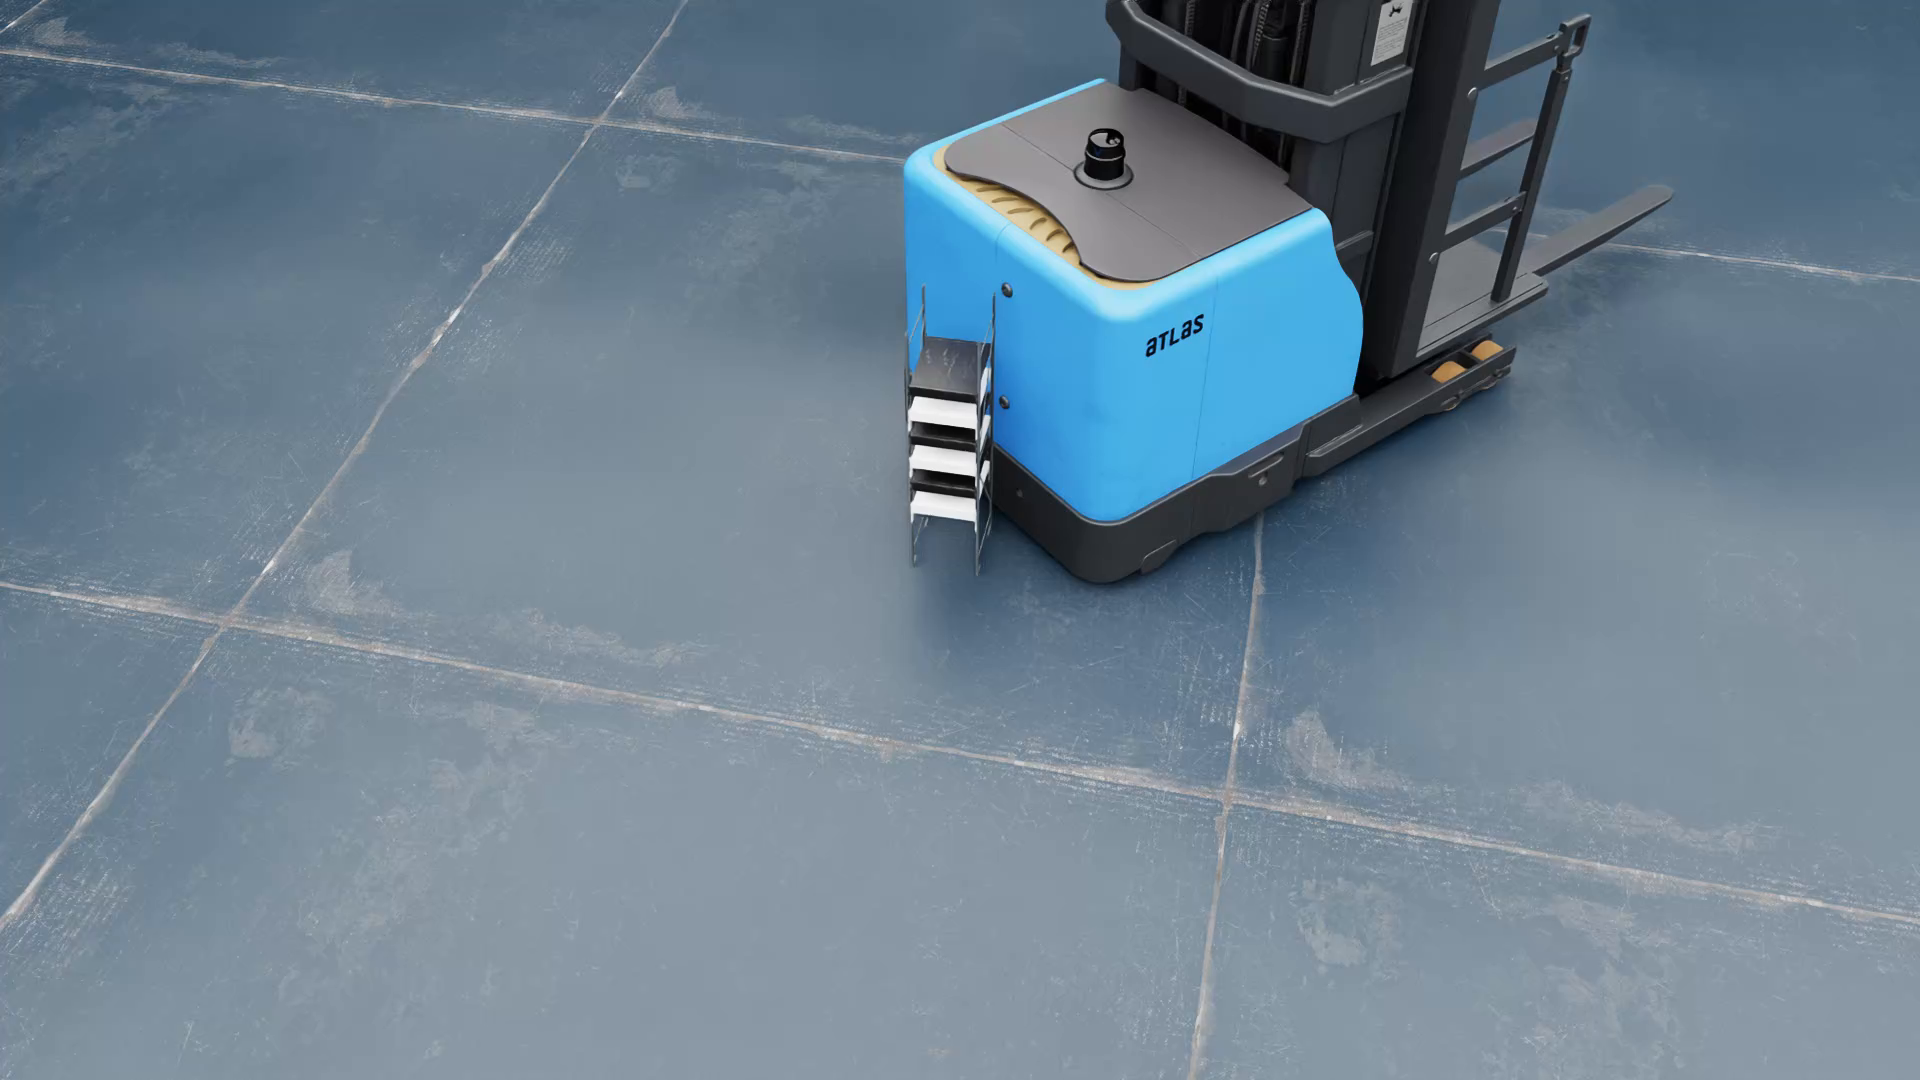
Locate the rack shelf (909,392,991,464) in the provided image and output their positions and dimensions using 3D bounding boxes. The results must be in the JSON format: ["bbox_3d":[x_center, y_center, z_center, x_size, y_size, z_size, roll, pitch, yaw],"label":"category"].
[{"bbox_3d":[-0.025,-0.345,4.878,0.200,0.077,0.258,8,44,8],"label":"rack shelf"}]

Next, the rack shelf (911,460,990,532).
[{"bbox_3d":[-0.025,-0.150,5.065,0.200,0.077,0.258,8,44,8],"label":"rack shelf"}]

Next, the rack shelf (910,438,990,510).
[{"bbox_3d":[-0.025,-0.215,5.002,0.200,0.077,0.258,8,44,8],"label":"rack shelf"}]

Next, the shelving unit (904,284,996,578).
[{"bbox_3d":[-0.025,-0.304,4.917,0.210,0.900,0.258,8,44,8],"label":"shelving unit"}]

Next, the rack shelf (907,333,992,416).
[{"bbox_3d":[-0.025,-0.475,4.753,0.200,0.077,0.258,8,44,8],"label":"rack shelf"}]

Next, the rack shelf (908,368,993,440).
[{"bbox_3d":[-0.025,-0.410,4.815,0.200,0.077,0.258,8,44,8],"label":"rack shelf"}]

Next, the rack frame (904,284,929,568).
[{"bbox_3d":[-0.125,-0.318,4.932,0.006,0.900,0.240,8,44,8],"label":"rack frame"}]

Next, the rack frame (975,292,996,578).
[{"bbox_3d":[0.074,-0.290,4.902,0.006,0.900,0.240,8,44,8],"label":"rack frame"}]

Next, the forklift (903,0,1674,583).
[{"bbox_3d":[1.300,-1.767,4.973,3.031,2.935,1.130,-28,50,-26],"label":"forklift"}]

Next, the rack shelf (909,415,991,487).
[{"bbox_3d":[-0.025,-0.280,4.940,0.200,0.077,0.258,8,44,8],"label":"rack shelf"}]
